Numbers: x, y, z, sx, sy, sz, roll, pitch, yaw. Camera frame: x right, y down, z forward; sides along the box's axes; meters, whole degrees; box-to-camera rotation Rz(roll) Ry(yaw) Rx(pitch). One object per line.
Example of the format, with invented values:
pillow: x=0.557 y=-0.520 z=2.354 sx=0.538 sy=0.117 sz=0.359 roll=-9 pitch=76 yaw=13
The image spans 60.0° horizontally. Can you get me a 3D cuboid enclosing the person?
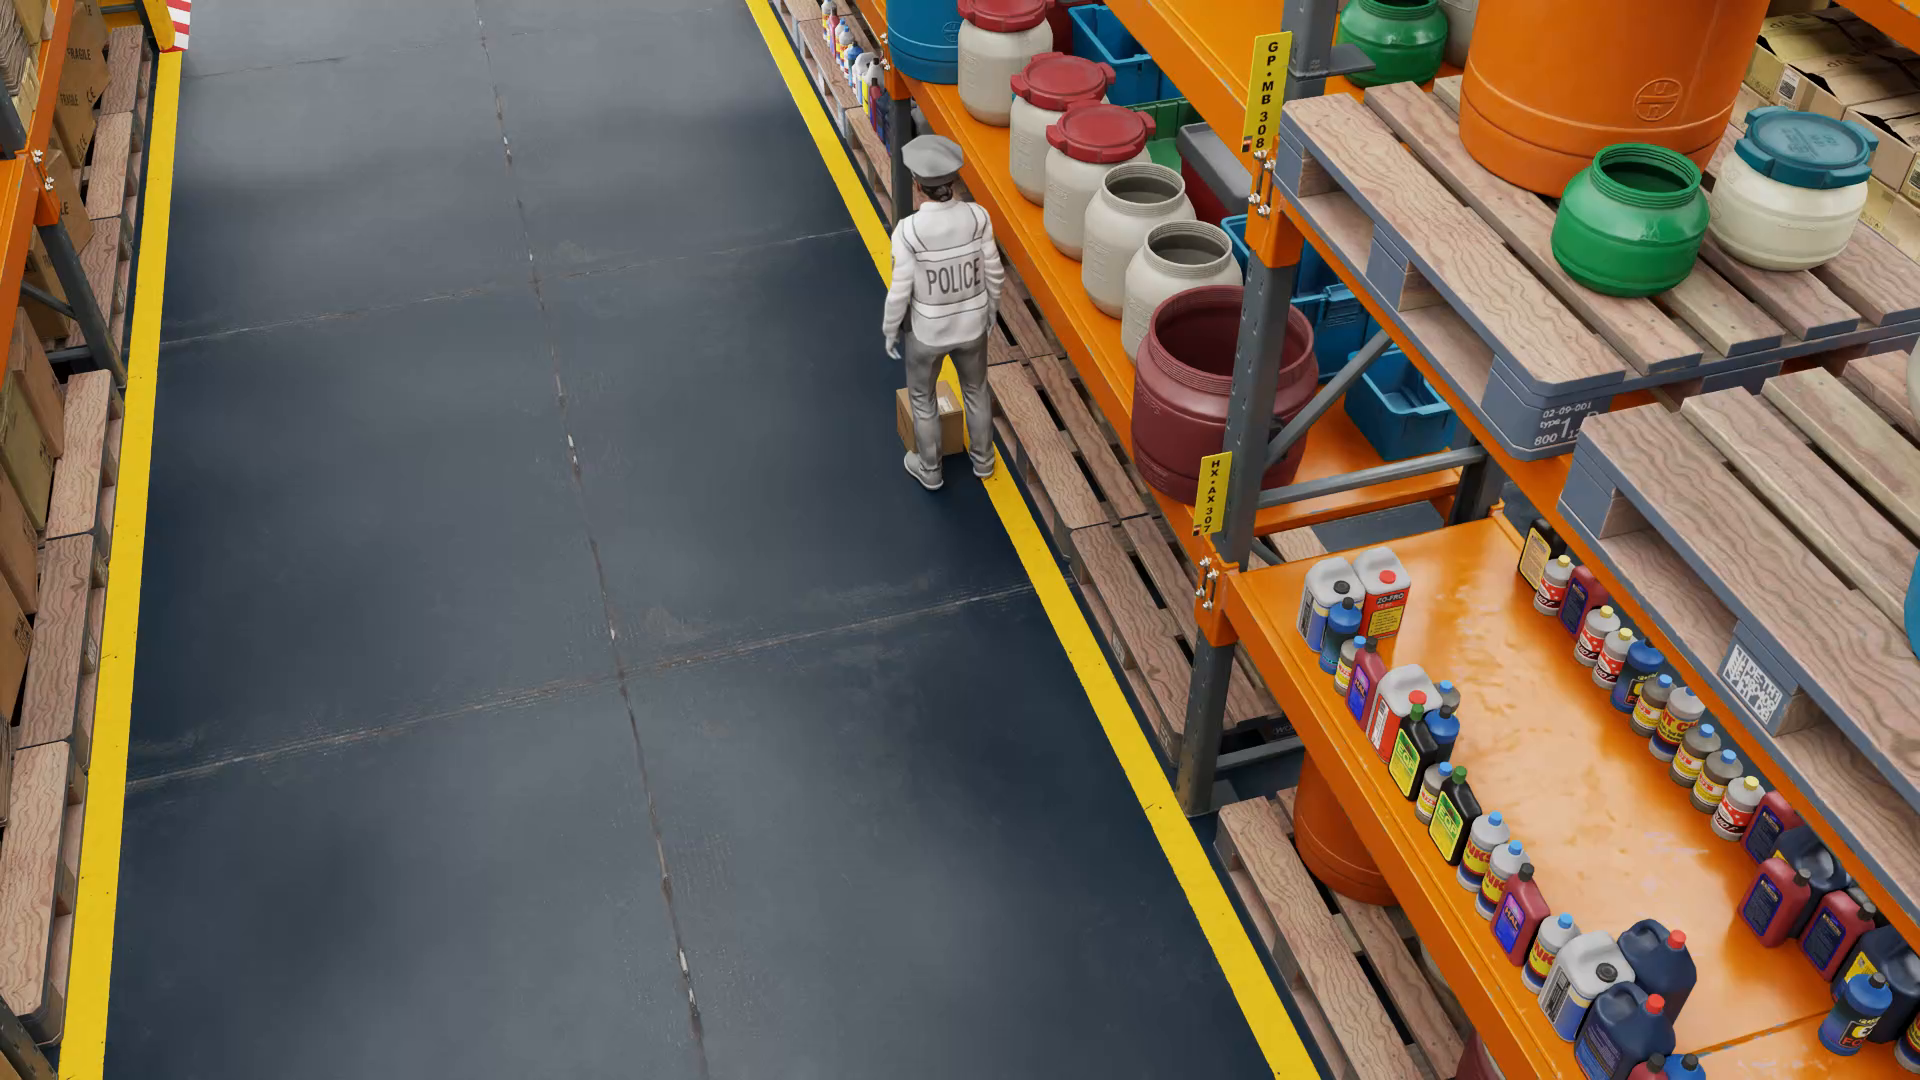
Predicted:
person: x=-0.070 y=-0.926 z=7.167 sx=0.547 sy=1.667 sz=0.370 roll=-14 pitch=44 yaw=-15
